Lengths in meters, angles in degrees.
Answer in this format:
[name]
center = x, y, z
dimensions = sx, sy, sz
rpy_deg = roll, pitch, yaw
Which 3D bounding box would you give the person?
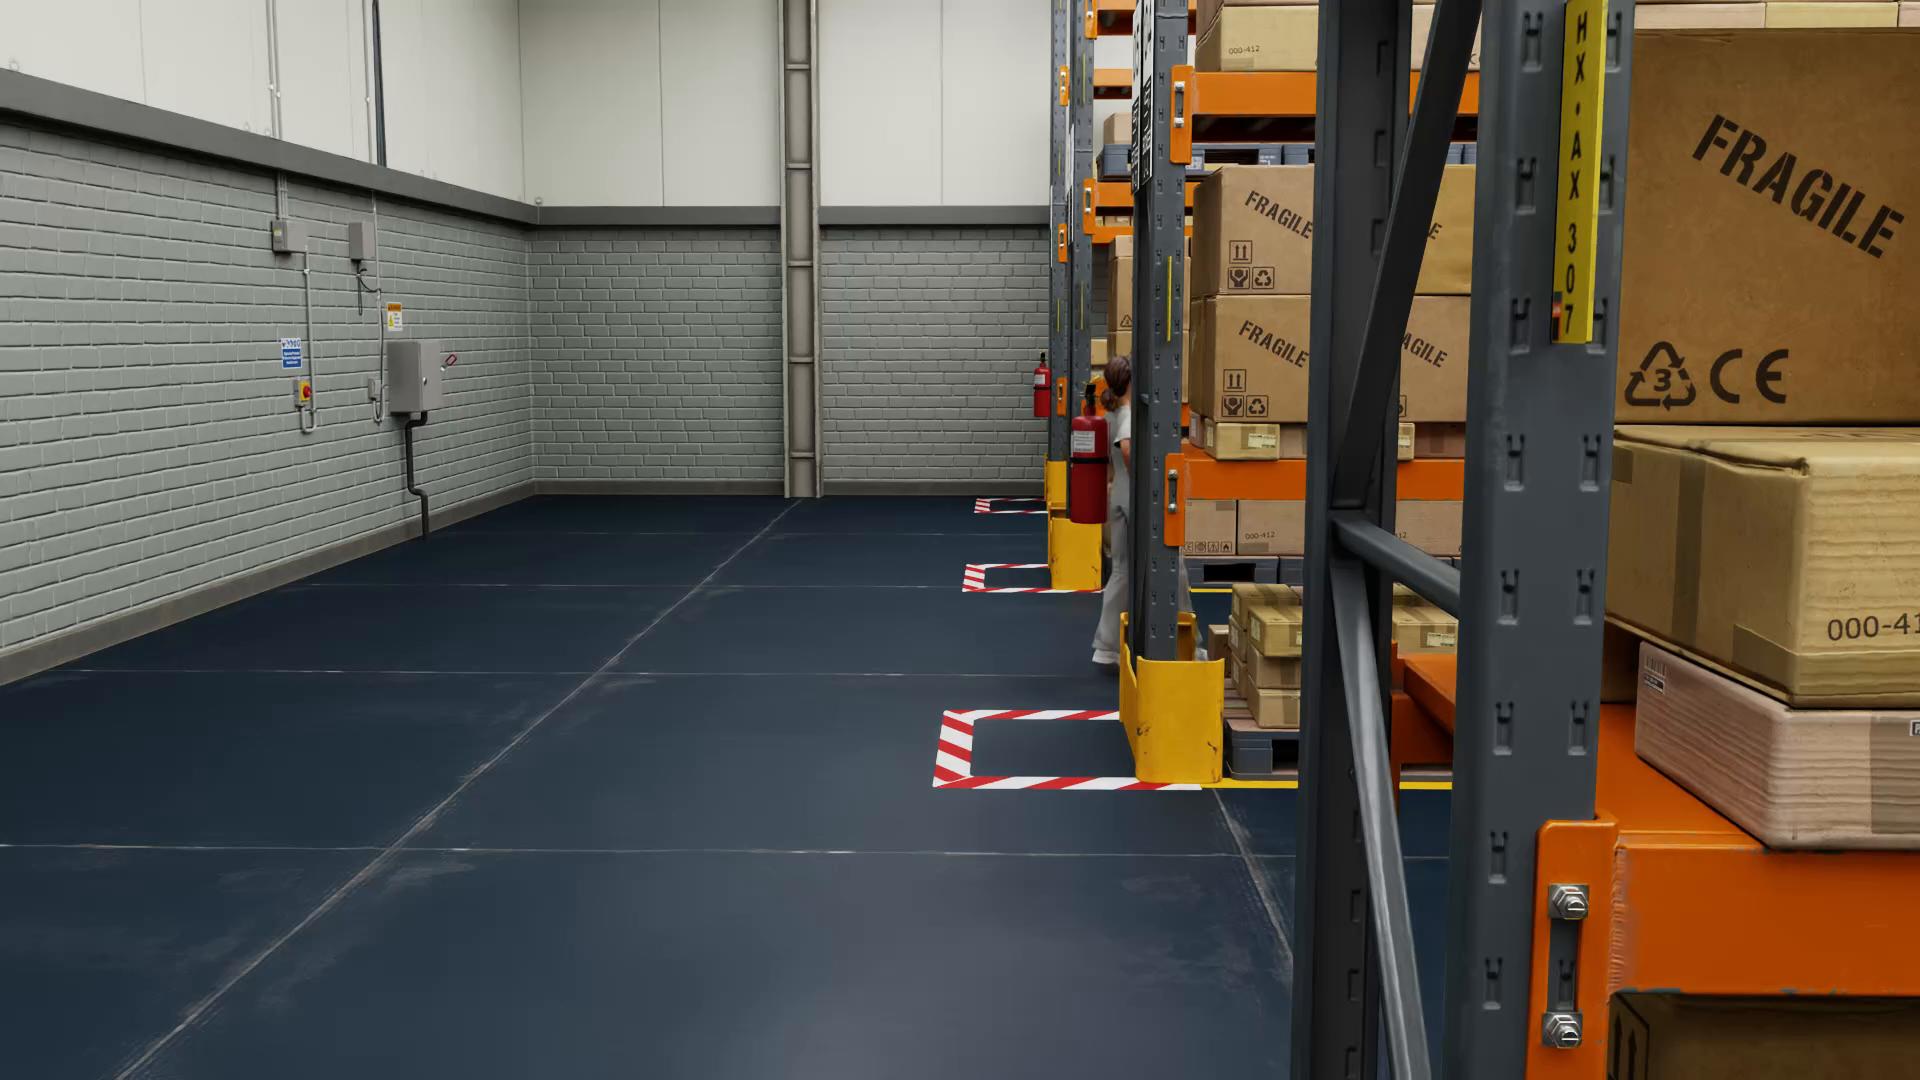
[person]
center = 1.047, -0.151, 8.813
dimensions = 0.718, 1.655, 0.595
rpy_deg = -3, 8, -23
